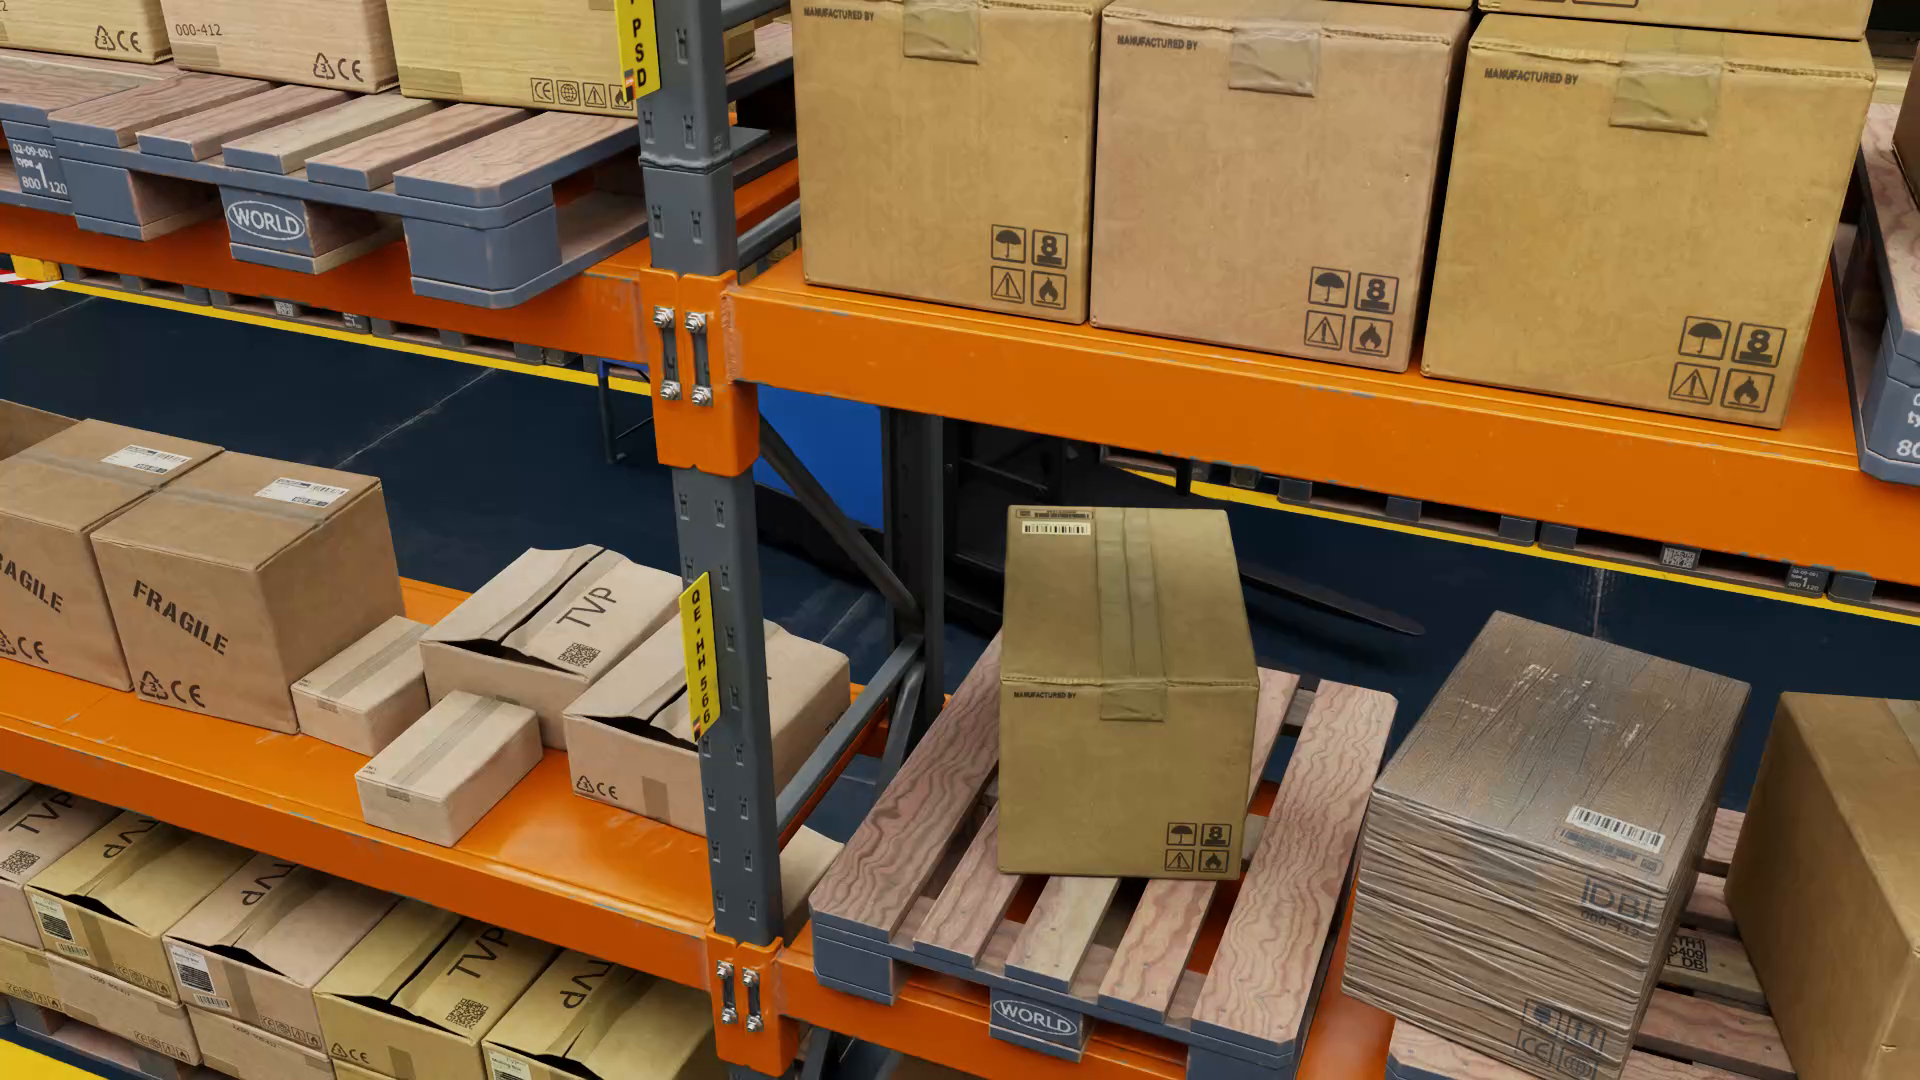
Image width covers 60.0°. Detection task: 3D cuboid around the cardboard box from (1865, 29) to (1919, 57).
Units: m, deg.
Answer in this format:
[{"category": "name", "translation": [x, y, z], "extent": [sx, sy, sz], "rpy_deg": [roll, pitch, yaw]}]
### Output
[{"category": "cardboard box", "translation": [4.001, -1.942, 6.952], "extent": [0.500, 0.250, 0.500], "rpy_deg": [10, 31, 17]}]

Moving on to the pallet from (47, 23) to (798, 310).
[{"category": "pallet", "translation": [-0.945, -0.835, 3.323], "extent": [1.003, 0.211, 1.213], "rpy_deg": [13, 32, 21]}]

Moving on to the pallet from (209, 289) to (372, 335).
[{"category": "pallet", "translation": [-3.901, -1.645, 10.446], "extent": [1.213, 0.211, 1.003], "rpy_deg": [11, 31, 19]}]

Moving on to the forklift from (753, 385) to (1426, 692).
[{"category": "forklift", "translation": [0.473, -1.053, 6.634], "extent": [3.031, 2.935, 1.130], "rpy_deg": [21, 36, 32]}]

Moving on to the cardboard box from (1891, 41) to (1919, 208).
[{"category": "cardboard box", "translation": [1.747, -0.735, 2.323], "extent": [0.600, 0.600, 0.600], "rpy_deg": [10, 31, 17]}]

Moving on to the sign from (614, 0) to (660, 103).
[{"category": "sign", "translation": [-0.499, -0.841, 2.535], "extent": [0.005, 0.325, 0.100], "rpy_deg": [11, 31, 19]}]

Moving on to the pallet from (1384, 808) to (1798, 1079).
[{"category": "pallet", "translation": [1.521, 0.914, 3.279], "extent": [1.213, 0.211, 1.003], "rpy_deg": [11, 31, 19]}]

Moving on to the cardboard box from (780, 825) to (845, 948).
[{"category": "cardboard box", "translation": [-0.658, 1.012, 4.708], "extent": [0.500, 0.311, 0.500], "rpy_deg": [12, 32, 21]}]

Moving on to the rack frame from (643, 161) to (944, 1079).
[{"category": "rack frame", "translation": [-0.283, 0.473, 3.864], "extent": [0.127, 3.000, 1.000], "rpy_deg": [11, 31, 19]}]

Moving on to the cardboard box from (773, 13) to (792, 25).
[{"category": "cardboard box", "translation": [-0.535, -2.437, 8.465], "extent": [0.500, 0.500, 0.700], "rpy_deg": [16, 33, 26]}]

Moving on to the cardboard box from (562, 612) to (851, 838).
[{"category": "cardboard box", "translation": [-0.604, 0.425, 4.041], "extent": [0.500, 0.311, 0.500], "rpy_deg": [13, 32, 22]}]

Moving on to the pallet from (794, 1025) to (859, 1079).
[{"category": "pallet", "translation": [-1.031, 1.517, 4.851], "extent": [1.213, 0.211, 1.003], "rpy_deg": [11, 31, 19]}]

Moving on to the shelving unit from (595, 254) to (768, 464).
[{"category": "shelving unit", "translation": [-1.213, -1.026, 8.041], "extent": [1.048, 1.500, 0.538], "rpy_deg": [16, 33, 25]}]

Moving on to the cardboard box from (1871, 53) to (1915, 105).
[{"category": "cardboard box", "translation": [3.811, -1.717, 6.554], "extent": [0.500, 0.250, 0.500], "rpy_deg": [12, 32, 20]}]

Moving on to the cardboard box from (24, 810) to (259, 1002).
[{"category": "cardboard box", "translation": [-2.275, 0.977, 4.771], "extent": [0.500, 0.311, 0.500], "rpy_deg": [12, 32, 20]}]

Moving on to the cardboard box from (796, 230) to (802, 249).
[{"category": "cardboard box", "translation": [-0.549, -1.653, 8.957], "extent": [0.500, 0.250, 0.500], "rpy_deg": [10, 31, 18]}]

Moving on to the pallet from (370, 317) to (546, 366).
[{"category": "pallet", "translation": [-2.766, -1.420, 10.048], "extent": [1.213, 0.211, 1.003], "rpy_deg": [11, 31, 19]}]

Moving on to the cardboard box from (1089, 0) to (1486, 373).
[{"category": "cardboard box", "translation": [0.607, -0.716, 2.819], "extent": [0.500, 0.500, 0.910], "rpy_deg": [11, 31, 19]}]

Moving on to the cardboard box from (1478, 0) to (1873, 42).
[{"category": "cardboard box", "translation": [1.064, -1.039, 2.374], "extent": [0.500, 0.500, 0.500], "rpy_deg": [11, 31, 19]}]

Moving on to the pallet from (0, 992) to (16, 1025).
[{"category": "pallet", "translation": [-3.292, 1.066, 5.650], "extent": [1.213, 0.211, 1.003], "rpy_deg": [11, 31, 19]}]

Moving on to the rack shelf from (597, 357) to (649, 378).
[{"category": "rack shelf", "translation": [-1.213, -0.869, 8.130], "extent": [1.000, 0.185, 0.538], "rpy_deg": [16, 33, 25]}]

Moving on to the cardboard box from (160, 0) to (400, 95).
[{"category": "cardboard box", "translation": [-1.217, -1.097, 3.320], "extent": [0.500, 0.250, 0.500], "rpy_deg": [12, 32, 20]}]

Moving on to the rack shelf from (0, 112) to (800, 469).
[{"category": "rack shelf", "translation": [-2.136, -0.889, 3.958], "extent": [4.000, 0.370, 1.077], "rpy_deg": [11, 31, 19]}]

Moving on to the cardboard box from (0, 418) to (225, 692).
[{"category": "cardboard box", "translation": [-2.332, 0.029, 4.548], "extent": [0.500, 0.500, 0.500], "rpy_deg": [11, 31, 19]}]

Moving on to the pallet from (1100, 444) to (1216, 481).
[{"category": "pallet", "translation": [0.852, -0.717, 8.805], "extent": [1.213, 0.211, 1.003], "rpy_deg": [11, 31, 19]}]

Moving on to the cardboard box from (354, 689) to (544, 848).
[{"category": "cardboard box", "translation": [-1.220, 0.542, 3.998], "extent": [0.250, 0.149, 0.380], "rpy_deg": [11, 31, 19]}]

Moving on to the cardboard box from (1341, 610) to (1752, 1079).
[{"category": "cardboard box", "translation": [1.119, 0.568, 3.168], "extent": [0.500, 0.500, 0.700], "rpy_deg": [18, 34, 28]}]

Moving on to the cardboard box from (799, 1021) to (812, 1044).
[{"category": "cardboard box", "translation": [-0.658, 1.257, 4.846], "extent": [0.500, 0.250, 0.500], "rpy_deg": [11, 31, 19]}]

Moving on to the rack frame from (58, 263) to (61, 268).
[{"category": "rack frame", "translation": [-5.837, -3.266, 10.480], "extent": [0.127, 3.000, 1.000], "rpy_deg": [11, 31, 19]}]

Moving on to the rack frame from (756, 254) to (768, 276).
[{"category": "rack frame", "translation": [-0.770, -0.903, 7.823], "extent": [0.032, 1.500, 0.500], "rpy_deg": [16, 33, 25]}]

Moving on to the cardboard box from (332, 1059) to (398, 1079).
[{"category": "cardboard box", "translation": [-1.341, 1.408, 4.579], "extent": [0.500, 0.250, 0.500], "rpy_deg": [11, 31, 19]}]

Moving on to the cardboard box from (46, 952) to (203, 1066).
[{"category": "cardboard box", "translation": [-2.284, 1.219, 4.912], "extent": [0.500, 0.250, 0.500], "rpy_deg": [12, 32, 20]}]

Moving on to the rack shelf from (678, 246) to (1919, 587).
[{"category": "rack shelf", "translation": [1.570, -0.149, 2.649], "extent": [4.000, 0.370, 1.077], "rpy_deg": [11, 31, 19]}]

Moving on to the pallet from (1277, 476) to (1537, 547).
[{"category": "pallet", "translation": [2.278, -0.392, 8.229], "extent": [1.213, 0.211, 1.003], "rpy_deg": [11, 31, 19]}]

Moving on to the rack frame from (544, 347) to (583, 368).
[{"category": "rack frame", "translation": [-2.130, -2.526, 9.171], "extent": [0.127, 3.000, 1.000], "rpy_deg": [11, 31, 19]}]

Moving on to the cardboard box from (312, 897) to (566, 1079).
[{"category": "cardboard box", "translation": [-1.345, 1.165, 4.437], "extent": [0.500, 0.311, 0.500], "rpy_deg": [11, 31, 18]}]

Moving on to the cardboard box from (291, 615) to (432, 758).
[{"category": "cardboard box", "translation": [-1.486, 0.372, 4.298], "extent": [0.250, 0.149, 0.380], "rpy_deg": [14, 32, 23]}]
